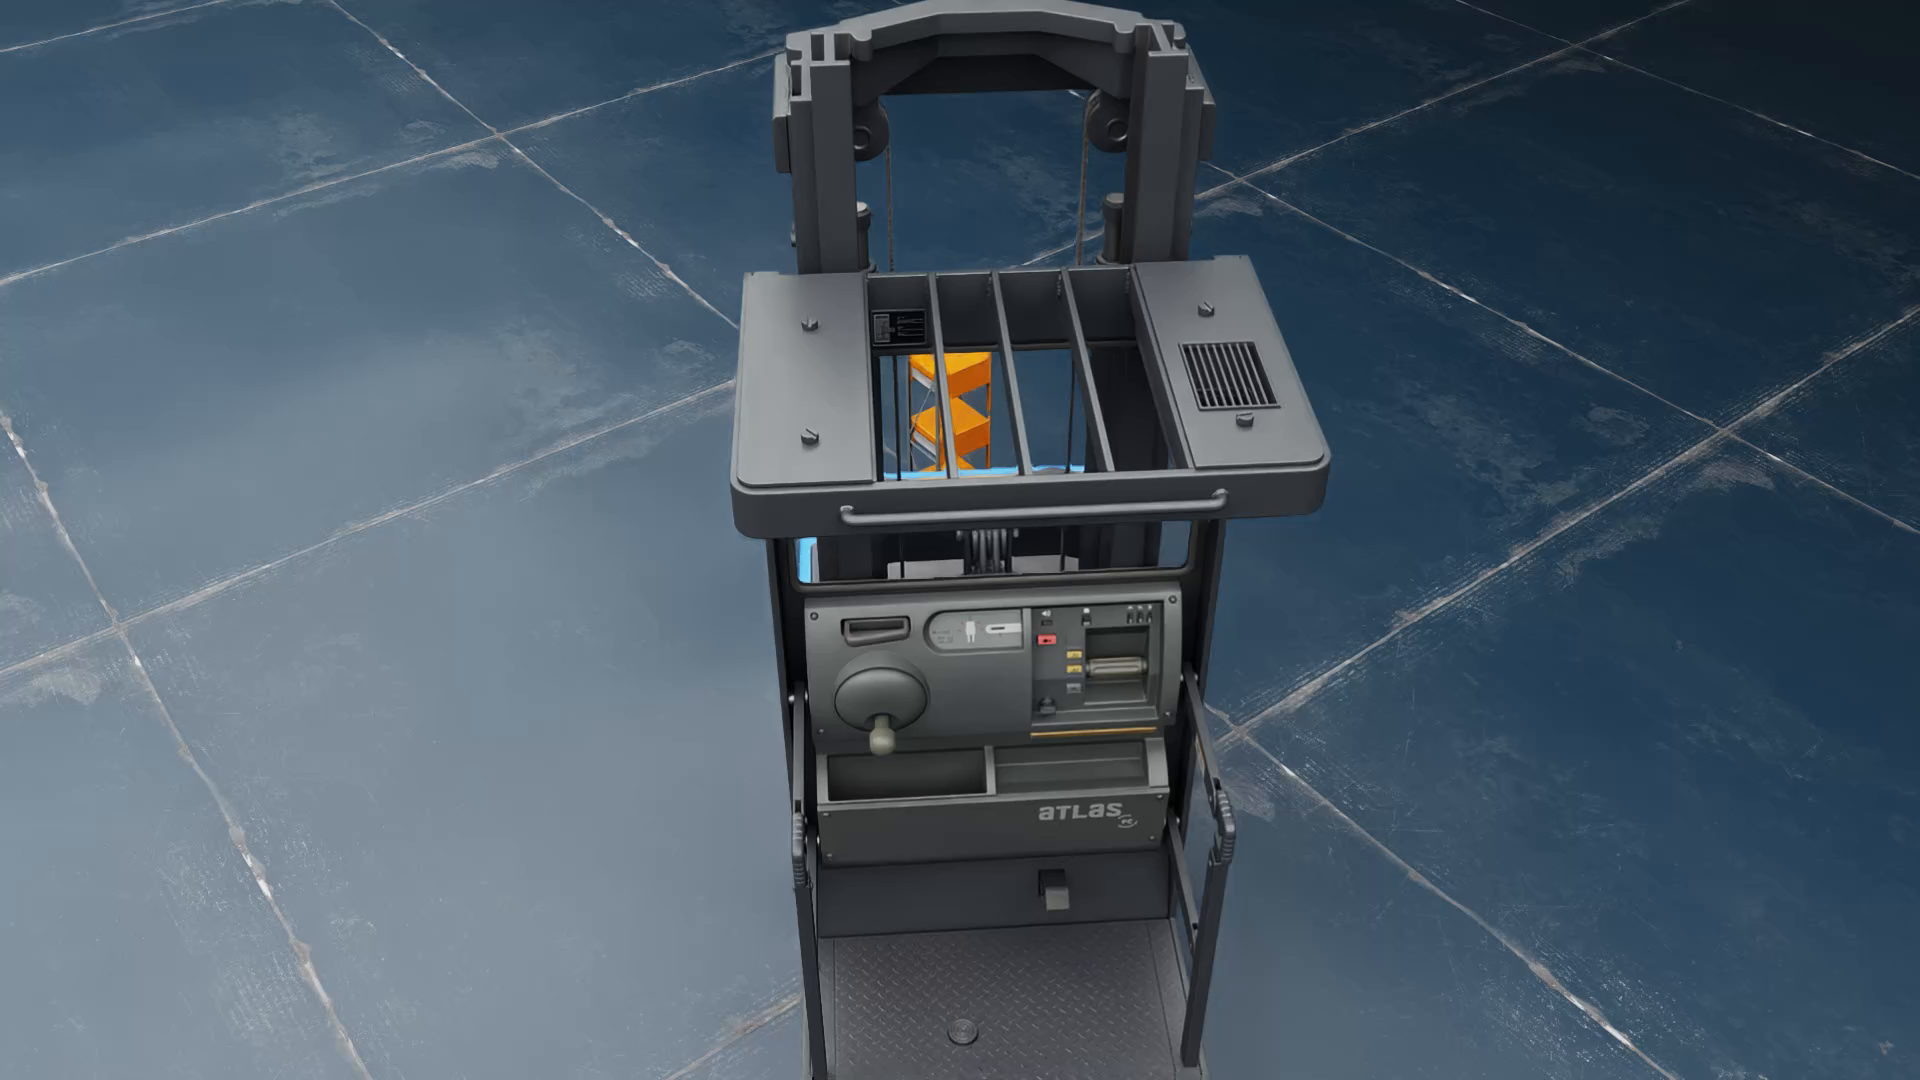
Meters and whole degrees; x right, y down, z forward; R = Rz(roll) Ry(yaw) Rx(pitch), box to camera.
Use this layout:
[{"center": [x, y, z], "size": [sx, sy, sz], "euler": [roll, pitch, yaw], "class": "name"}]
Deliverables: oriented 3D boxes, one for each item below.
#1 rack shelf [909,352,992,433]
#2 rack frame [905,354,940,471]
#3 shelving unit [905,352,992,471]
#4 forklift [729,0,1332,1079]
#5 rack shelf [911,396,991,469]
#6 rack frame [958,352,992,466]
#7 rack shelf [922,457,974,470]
[{"center": [-0.042, -0.596, 6.219], "size": [0.240, 0.259, 0.215], "euler": [-26, 46, -28], "class": "rack shelf"}, {"center": [-0.139, -0.338, 6.334], "size": [0.008, 1.050, 0.200], "euler": [-26, 46, -28], "class": "rack frame"}, {"center": [-0.042, -0.385, 6.392], "size": [0.252, 1.050, 0.215], "euler": [-26, 46, -28], "class": "shelving unit"}, {"center": [0.103, 0.396, 3.956], "size": [1.130, 2.935, 3.031], "euler": [-3, 39, -3], "class": "forklift"}, {"center": [-0.042, -0.377, 6.399], "size": [0.240, 0.259, 0.215], "euler": [-26, 46, -28], "class": "rack shelf"}, {"center": [0.054, -0.432, 6.449], "size": [0.008, 1.050, 0.200], "euler": [-26, 46, -28], "class": "rack frame"}, {"center": [-0.042, -0.162, 6.575], "size": [0.240, 0.259, 0.215], "euler": [-26, 46, -28], "class": "rack shelf"}]
